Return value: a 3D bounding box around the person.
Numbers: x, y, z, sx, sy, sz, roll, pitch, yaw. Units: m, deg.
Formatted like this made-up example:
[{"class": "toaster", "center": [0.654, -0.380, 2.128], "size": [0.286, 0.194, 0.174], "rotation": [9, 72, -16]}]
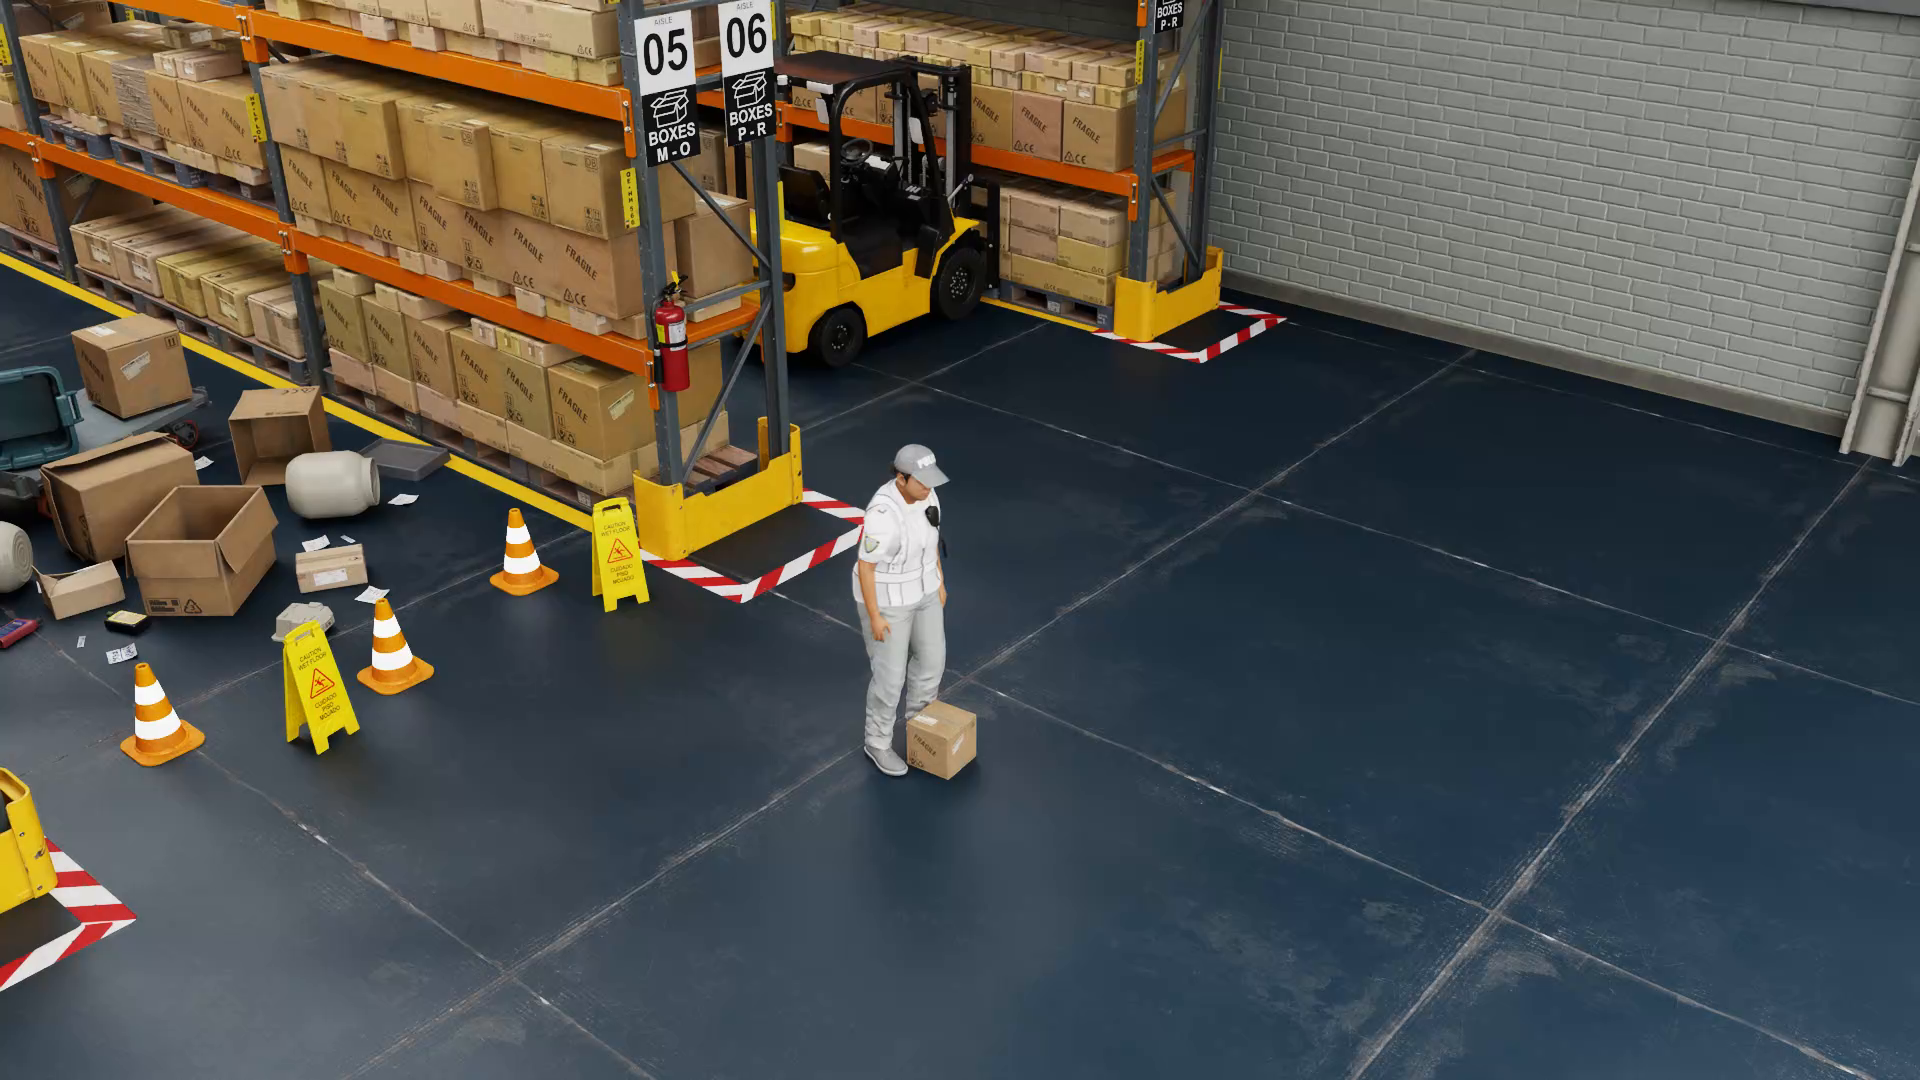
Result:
[{"class": "person", "center": [-0.264, 0.297, 8.042], "size": [0.466, 1.666, 0.538], "rotation": [21, 34, 35]}]
